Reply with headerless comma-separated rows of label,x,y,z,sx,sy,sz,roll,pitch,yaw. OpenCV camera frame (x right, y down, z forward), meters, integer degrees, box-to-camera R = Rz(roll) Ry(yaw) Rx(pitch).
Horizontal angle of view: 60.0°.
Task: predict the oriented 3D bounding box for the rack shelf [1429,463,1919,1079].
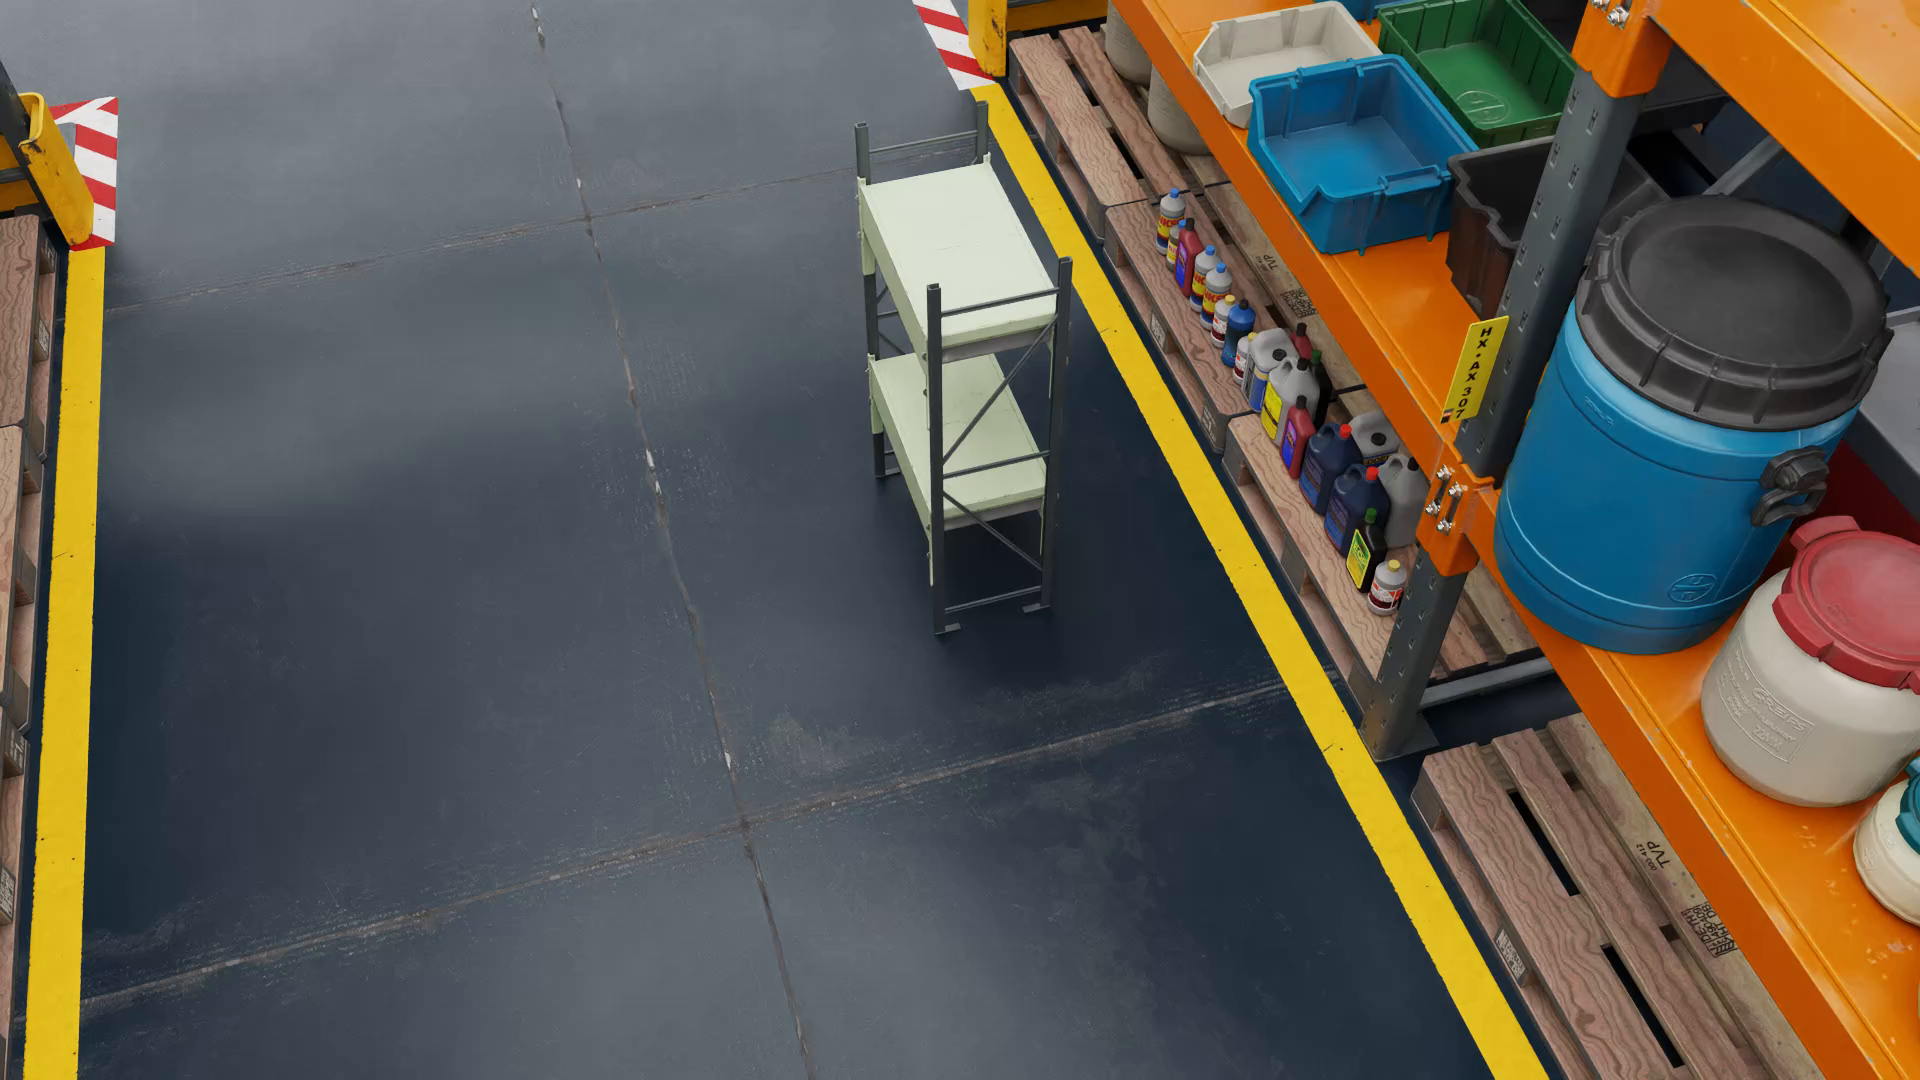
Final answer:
rack shelf,2.338,1.266,3.192,1.077,0.370,4.000,-13,51,-11

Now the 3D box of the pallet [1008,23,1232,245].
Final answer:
pallet,0.866,-1.810,7.138,1.003,0.211,1.213,-13,51,-11

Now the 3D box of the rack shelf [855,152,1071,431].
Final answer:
rack shelf,-0.002,-0.740,4.882,0.431,0.370,0.720,-13,51,-11

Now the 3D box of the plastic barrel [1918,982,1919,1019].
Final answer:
plastic barrel,2.037,0.814,3.013,0.433,0.535,0.433,0,50,0

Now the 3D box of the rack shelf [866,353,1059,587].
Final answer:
rack shelf,-0.002,-0.278,5.430,0.431,0.370,0.720,-13,51,-11

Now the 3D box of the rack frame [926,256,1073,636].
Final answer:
rack frame,0.106,-0.221,4.955,0.400,1.500,0.023,-13,51,-11

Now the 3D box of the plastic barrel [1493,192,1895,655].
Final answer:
plastic barrel,1.572,-0.238,3.661,0.600,0.901,0.708,-13,51,-11

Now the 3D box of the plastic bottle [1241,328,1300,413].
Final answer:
plastic bottle,1.084,-0.592,5.781,0.152,0.276,0.135,-12,51,-10

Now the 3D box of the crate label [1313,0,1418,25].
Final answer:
crate label,1.367,-2.077,5.516,0.502,0.435,0.616,-13,51,-11

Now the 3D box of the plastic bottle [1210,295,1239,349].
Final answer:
plastic bottle,0.963,-0.798,6.003,0.097,0.201,0.097,0,50,0

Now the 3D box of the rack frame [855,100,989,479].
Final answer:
rack frame,-0.110,-0.756,5.406,0.400,1.500,0.023,-13,51,-11

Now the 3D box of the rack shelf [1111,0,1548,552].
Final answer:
rack shelf,1.155,-1.656,5.654,1.077,0.370,4.000,-13,51,-11

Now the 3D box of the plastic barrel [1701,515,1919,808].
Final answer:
plastic barrel,1.820,0.278,3.465,0.433,0.535,0.433,0,50,0

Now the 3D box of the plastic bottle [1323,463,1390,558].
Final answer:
plastic bottle,1.281,-0.120,5.334,0.144,0.351,0.185,-15,51,-12

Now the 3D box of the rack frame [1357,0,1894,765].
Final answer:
rack frame,1.747,-0.427,4.148,1.000,3.000,0.127,-13,51,-11

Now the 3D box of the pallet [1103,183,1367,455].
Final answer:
pallet,1.224,-0.921,6.388,1.003,0.211,1.213,-13,51,-11

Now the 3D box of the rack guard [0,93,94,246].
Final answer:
rack guard,-4.145,-1.367,6.576,1.175,0.500,0.348,-13,51,-11

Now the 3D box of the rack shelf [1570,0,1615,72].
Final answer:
rack shelf,1.155,-2.623,4.508,1.077,0.370,4.000,-13,51,-11

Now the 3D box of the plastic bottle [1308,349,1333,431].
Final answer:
plastic bottle,1.219,-0.516,5.712,0.061,0.283,0.133,-13,51,-11

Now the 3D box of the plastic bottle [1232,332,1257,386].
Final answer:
plastic bottle,1.023,-0.648,5.877,0.097,0.201,0.097,0,50,0

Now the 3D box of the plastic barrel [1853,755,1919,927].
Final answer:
plastic barrel,1.992,0.619,3.357,0.301,0.262,0.301,0,50,0

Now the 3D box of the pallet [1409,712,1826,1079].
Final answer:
pallet,2.016,1.037,4.738,1.003,0.211,1.213,-13,51,-11

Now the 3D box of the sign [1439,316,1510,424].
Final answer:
sign,1.218,-0.400,3.944,0.100,0.325,0.005,-13,51,-11

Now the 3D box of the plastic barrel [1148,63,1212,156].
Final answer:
plastic barrel,0.980,-1.852,6.702,0.421,0.512,0.421,0,50,0

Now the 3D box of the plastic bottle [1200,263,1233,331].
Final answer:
plastic bottle,0.933,-0.893,6.037,0.097,0.271,0.097,0,50,0

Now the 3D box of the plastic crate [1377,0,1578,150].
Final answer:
plastic crate,1.615,-1.414,5.119,0.450,0.188,0.662,-13,51,-11

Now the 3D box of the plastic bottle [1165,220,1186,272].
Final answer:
plastic bottle,0.833,-1.118,6.273,0.097,0.201,0.097,0,50,0

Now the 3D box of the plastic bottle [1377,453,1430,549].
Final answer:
plastic bottle,1.419,-0.153,5.362,0.144,0.351,0.185,-13,51,-11

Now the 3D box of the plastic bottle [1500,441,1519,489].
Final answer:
plastic bottle,1.848,-0.230,5.471,0.061,0.283,0.133,-13,51,-11

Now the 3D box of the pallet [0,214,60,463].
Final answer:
pallet,-3.939,-0.673,6.179,1.003,0.211,1.213,-13,51,-11

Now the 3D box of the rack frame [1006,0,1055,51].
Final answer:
rack frame,0.564,-3.348,6.611,1.000,3.000,0.127,-13,51,-11

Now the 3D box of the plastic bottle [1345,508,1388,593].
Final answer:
plastic bottle,1.289,0.030,5.252,0.061,0.283,0.133,-11,51,-9

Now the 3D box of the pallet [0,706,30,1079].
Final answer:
pallet,-3.217,1.109,4.677,1.003,0.211,1.213,-13,51,-11

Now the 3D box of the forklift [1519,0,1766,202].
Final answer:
forklift,2.561,-2.786,6.182,1.130,2.935,3.031,-13,51,-11

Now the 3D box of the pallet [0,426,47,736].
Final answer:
pallet,-3.582,0.217,5.429,1.003,0.211,1.213,-13,51,-11

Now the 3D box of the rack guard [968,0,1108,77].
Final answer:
rack guard,0.631,-2.498,7.529,1.175,0.500,0.348,-13,51,-11

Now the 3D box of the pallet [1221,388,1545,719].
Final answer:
pallet,1.588,-0.028,5.636,1.003,0.211,1.213,-13,51,-11

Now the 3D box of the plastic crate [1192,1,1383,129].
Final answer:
plastic crate,1.025,-1.471,5.200,0.530,0.136,0.437,-13,51,-11

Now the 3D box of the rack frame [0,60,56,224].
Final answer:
rack frame,-4.168,-2.228,5.667,1.000,3.000,0.127,-13,51,-11

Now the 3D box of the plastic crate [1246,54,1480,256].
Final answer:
plastic crate,1.160,-1.126,4.834,0.499,0.251,0.616,-13,51,-11

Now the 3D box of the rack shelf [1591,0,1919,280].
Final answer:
rack shelf,2.338,0.299,2.045,1.077,0.370,4.000,-13,51,-11

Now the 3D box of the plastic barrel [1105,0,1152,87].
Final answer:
plastic barrel,0.831,-2.218,7.011,0.421,0.512,0.421,0,50,0

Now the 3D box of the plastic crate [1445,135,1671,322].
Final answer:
plastic crate,1.713,-0.818,4.518,0.767,0.338,0.504,-13,51,-11

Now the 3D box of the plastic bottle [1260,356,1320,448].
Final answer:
plastic bottle,1.129,-0.496,5.651,0.144,0.351,0.185,-14,51,-11

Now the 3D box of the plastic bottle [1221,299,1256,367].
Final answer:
plastic bottle,0.993,-0.745,5.913,0.097,0.271,0.097,0,50,0

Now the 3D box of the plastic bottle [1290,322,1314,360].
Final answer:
plastic bottle,1.186,-0.618,5.798,0.061,0.283,0.133,-13,51,-11

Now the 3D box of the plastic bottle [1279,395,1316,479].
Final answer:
plastic bottle,1.136,-0.348,5.570,0.061,0.283,0.133,-10,51,-9

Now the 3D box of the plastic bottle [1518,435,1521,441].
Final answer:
plastic bottle,1.904,-0.398,5.569,0.144,0.351,0.185,-12,51,-10

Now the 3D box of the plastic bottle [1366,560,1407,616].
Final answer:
plastic bottle,1.342,0.139,5.214,0.097,0.201,0.097,0,50,0

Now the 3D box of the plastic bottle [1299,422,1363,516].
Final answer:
plastic bottle,1.224,-0.260,5.452,0.144,0.351,0.185,-16,52,-13

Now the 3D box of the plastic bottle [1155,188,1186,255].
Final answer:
plastic bottle,0.802,-1.216,6.310,0.097,0.271,0.097,0,50,0

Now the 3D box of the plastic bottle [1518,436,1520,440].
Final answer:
plastic bottle,1.767,-0.366,5.541,0.144,0.351,0.185,-13,51,-11

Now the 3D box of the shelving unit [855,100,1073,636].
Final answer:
shelving unit,-0.002,-0.488,5.181,0.431,1.500,0.755,-13,51,-11

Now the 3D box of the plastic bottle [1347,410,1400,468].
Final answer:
plastic bottle,1.358,-0.288,5.525,0.152,0.276,0.135,-13,51,-11

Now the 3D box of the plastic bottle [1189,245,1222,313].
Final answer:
plastic bottle,0.904,-0.966,6.099,0.097,0.271,0.097,0,50,0

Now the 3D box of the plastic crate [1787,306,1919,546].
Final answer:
plastic crate,2.182,-0.163,3.884,0.402,0.464,0.583,-13,51,-11

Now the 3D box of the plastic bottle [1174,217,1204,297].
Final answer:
plastic bottle,0.852,-1.050,6.163,0.061,0.283,0.133,-13,51,-10
